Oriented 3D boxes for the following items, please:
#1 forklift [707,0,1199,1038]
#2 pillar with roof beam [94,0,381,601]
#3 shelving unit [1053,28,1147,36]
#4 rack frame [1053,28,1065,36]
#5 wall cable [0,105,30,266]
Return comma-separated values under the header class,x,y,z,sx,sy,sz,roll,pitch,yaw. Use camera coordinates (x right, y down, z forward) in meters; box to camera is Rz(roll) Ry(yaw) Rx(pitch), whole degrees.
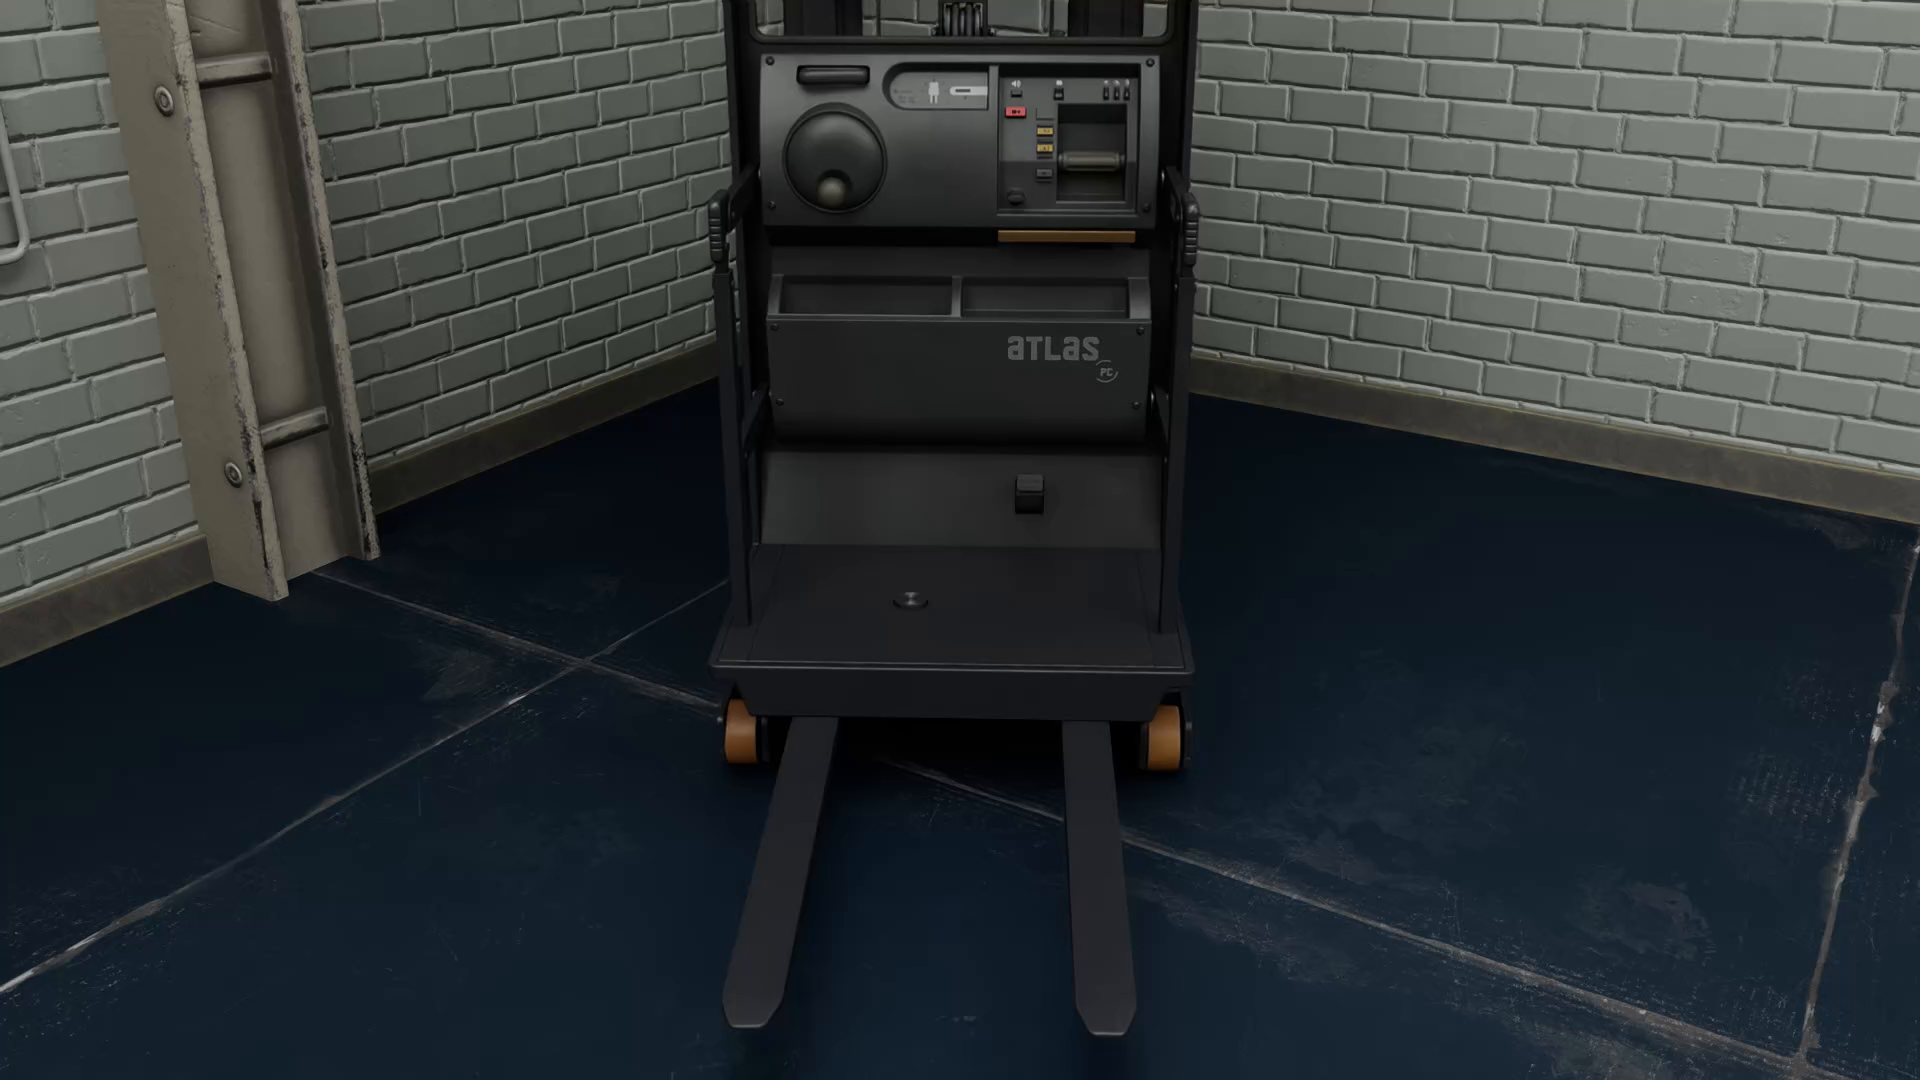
class,x,y,z,sx,sy,sz,roll,pitch,yaw
forklift,-0.007,-0.918,3.682,1.130,2.935,3.031,1,23,2
pillar with roof beam,1.636,-3.147,1.193,9.100,9.000,0.400,14,27,29
shelving unit,0.383,-1.035,5.754,0.431,1.500,0.755,17,29,34
rack frame,0.157,-0.921,5.489,0.400,1.500,0.023,17,29,34
wall cable,-2.839,-1.301,3.200,0.084,1.984,1.851,14,27,29
